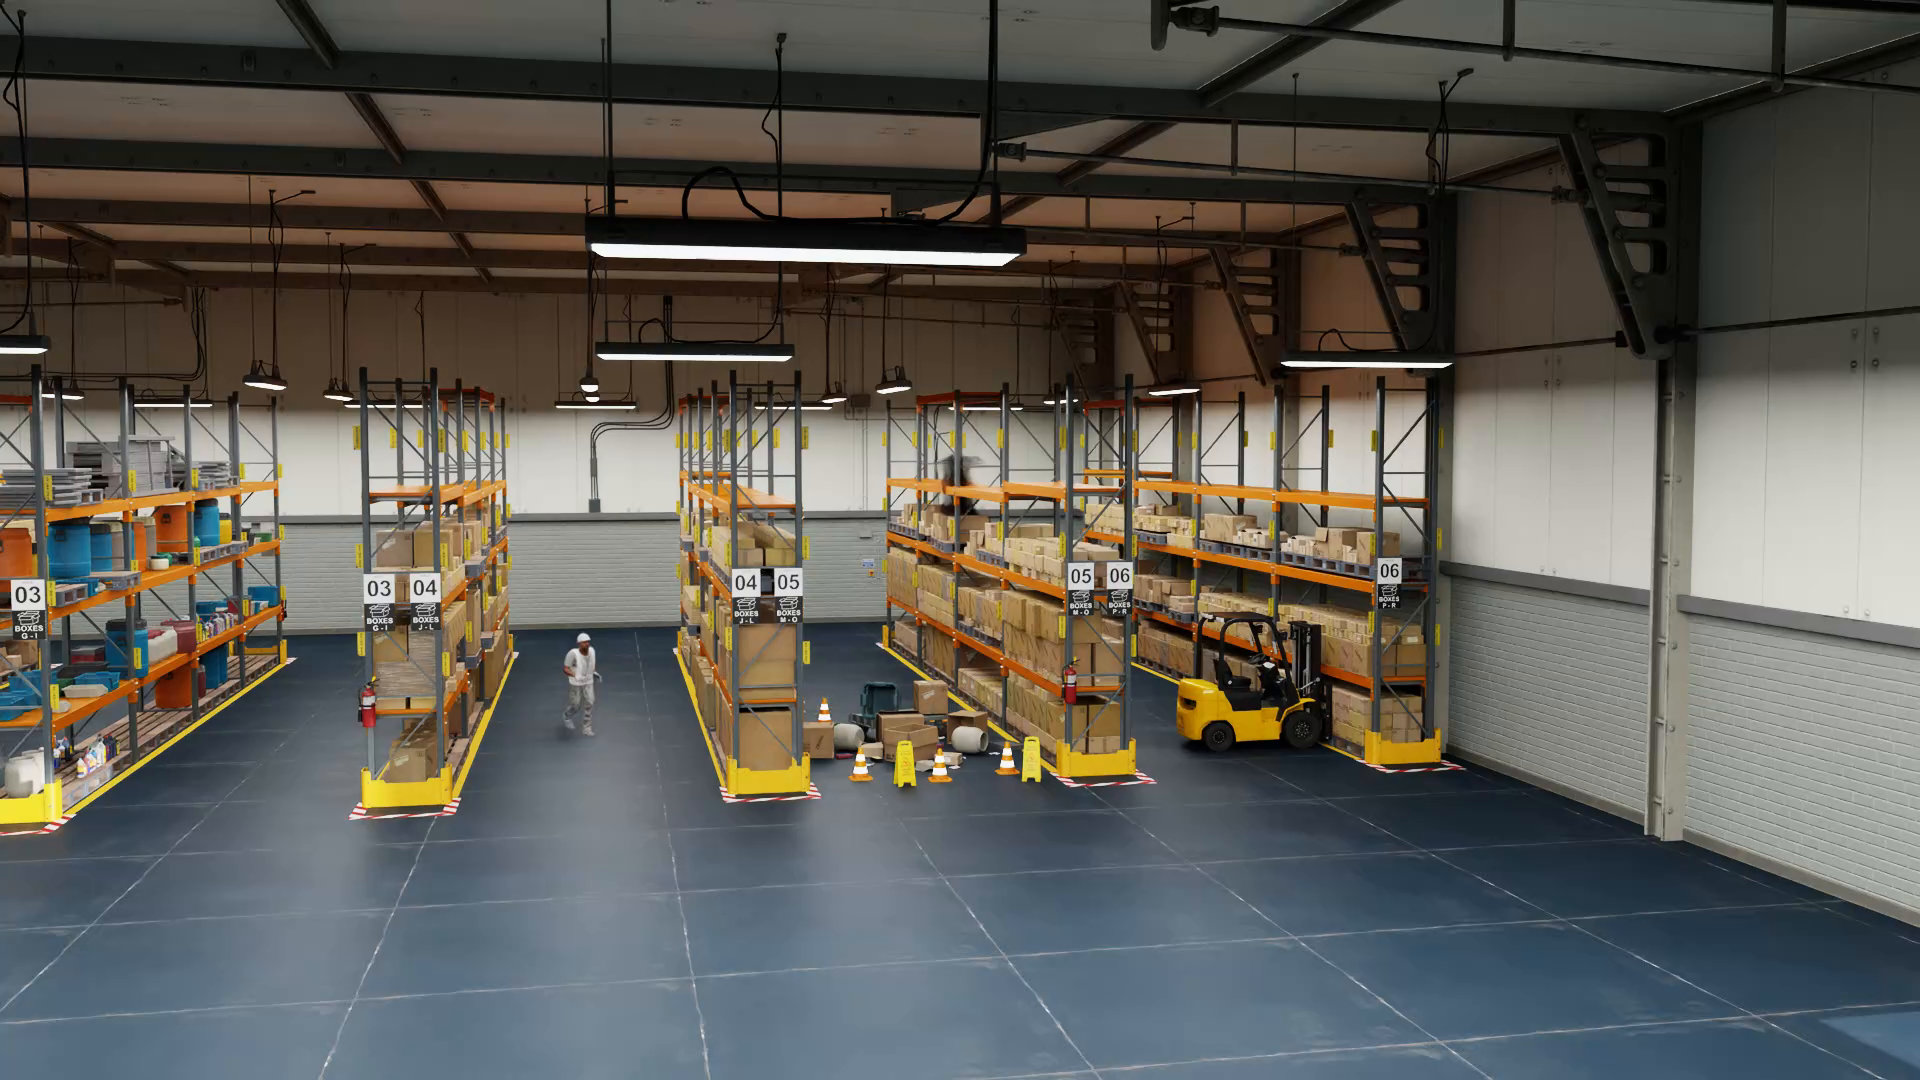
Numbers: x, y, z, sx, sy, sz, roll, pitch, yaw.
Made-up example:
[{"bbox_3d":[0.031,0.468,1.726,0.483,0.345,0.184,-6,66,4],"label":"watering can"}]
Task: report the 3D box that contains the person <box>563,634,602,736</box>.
[{"bbox_3d":[-6.499,2.446,28.364,0.688,1.743,0.896,-3,4,-39],"label":"person"}]
